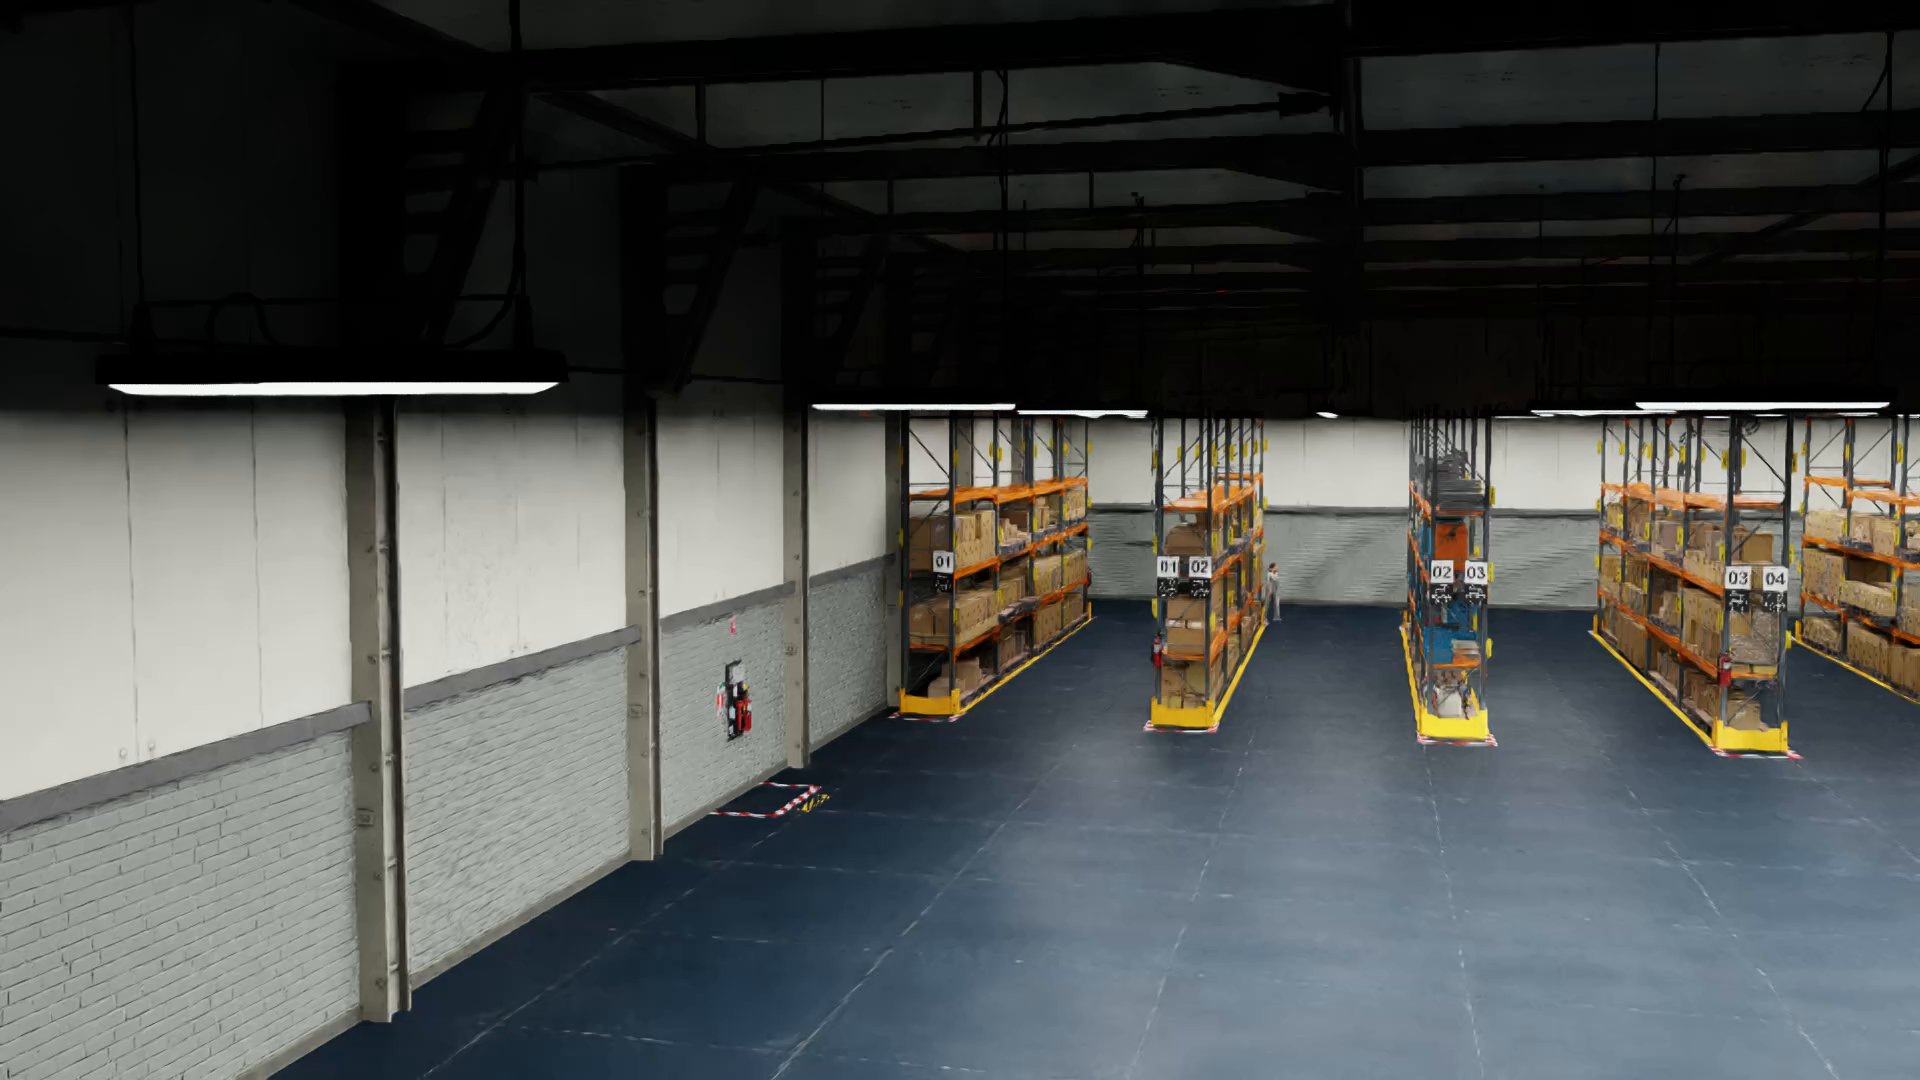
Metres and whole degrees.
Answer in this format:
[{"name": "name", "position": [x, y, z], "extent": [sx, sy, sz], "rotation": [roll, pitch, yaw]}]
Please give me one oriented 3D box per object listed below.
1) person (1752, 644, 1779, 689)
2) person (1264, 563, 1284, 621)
[{"name": "person", "position": [17.211, 2.371, 35.478], "extent": [0.610, 1.632, 0.506], "rotation": [1, 4, 12]}, {"name": "person", "position": [8.960, 1.484, 47.668], "extent": [0.486, 1.671, 0.619], "rotation": [-2, 5, -30]}]
